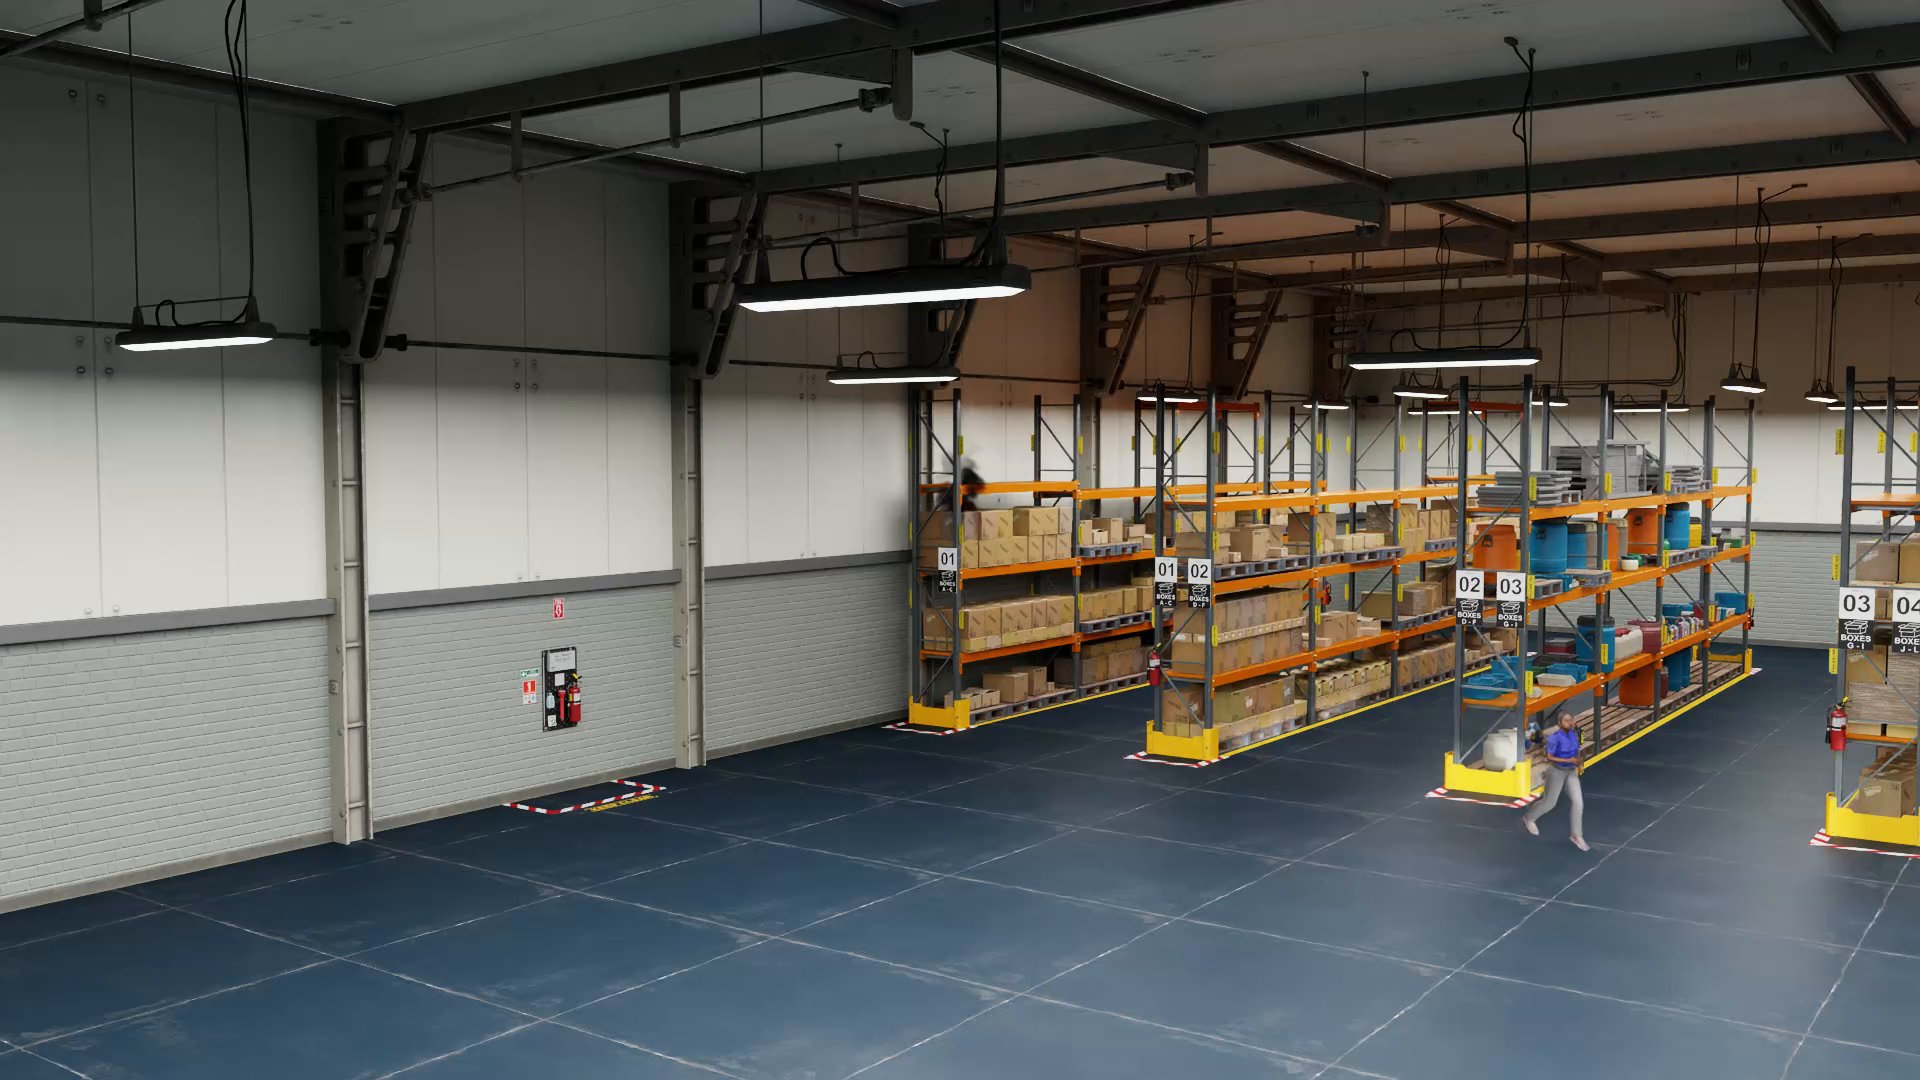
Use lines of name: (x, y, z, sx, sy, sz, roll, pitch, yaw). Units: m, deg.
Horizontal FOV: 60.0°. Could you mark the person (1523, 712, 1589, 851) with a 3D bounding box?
person: (7.540, 2.986, 20.913, 0.588, 1.688, 0.925, -1, 4, -22)
